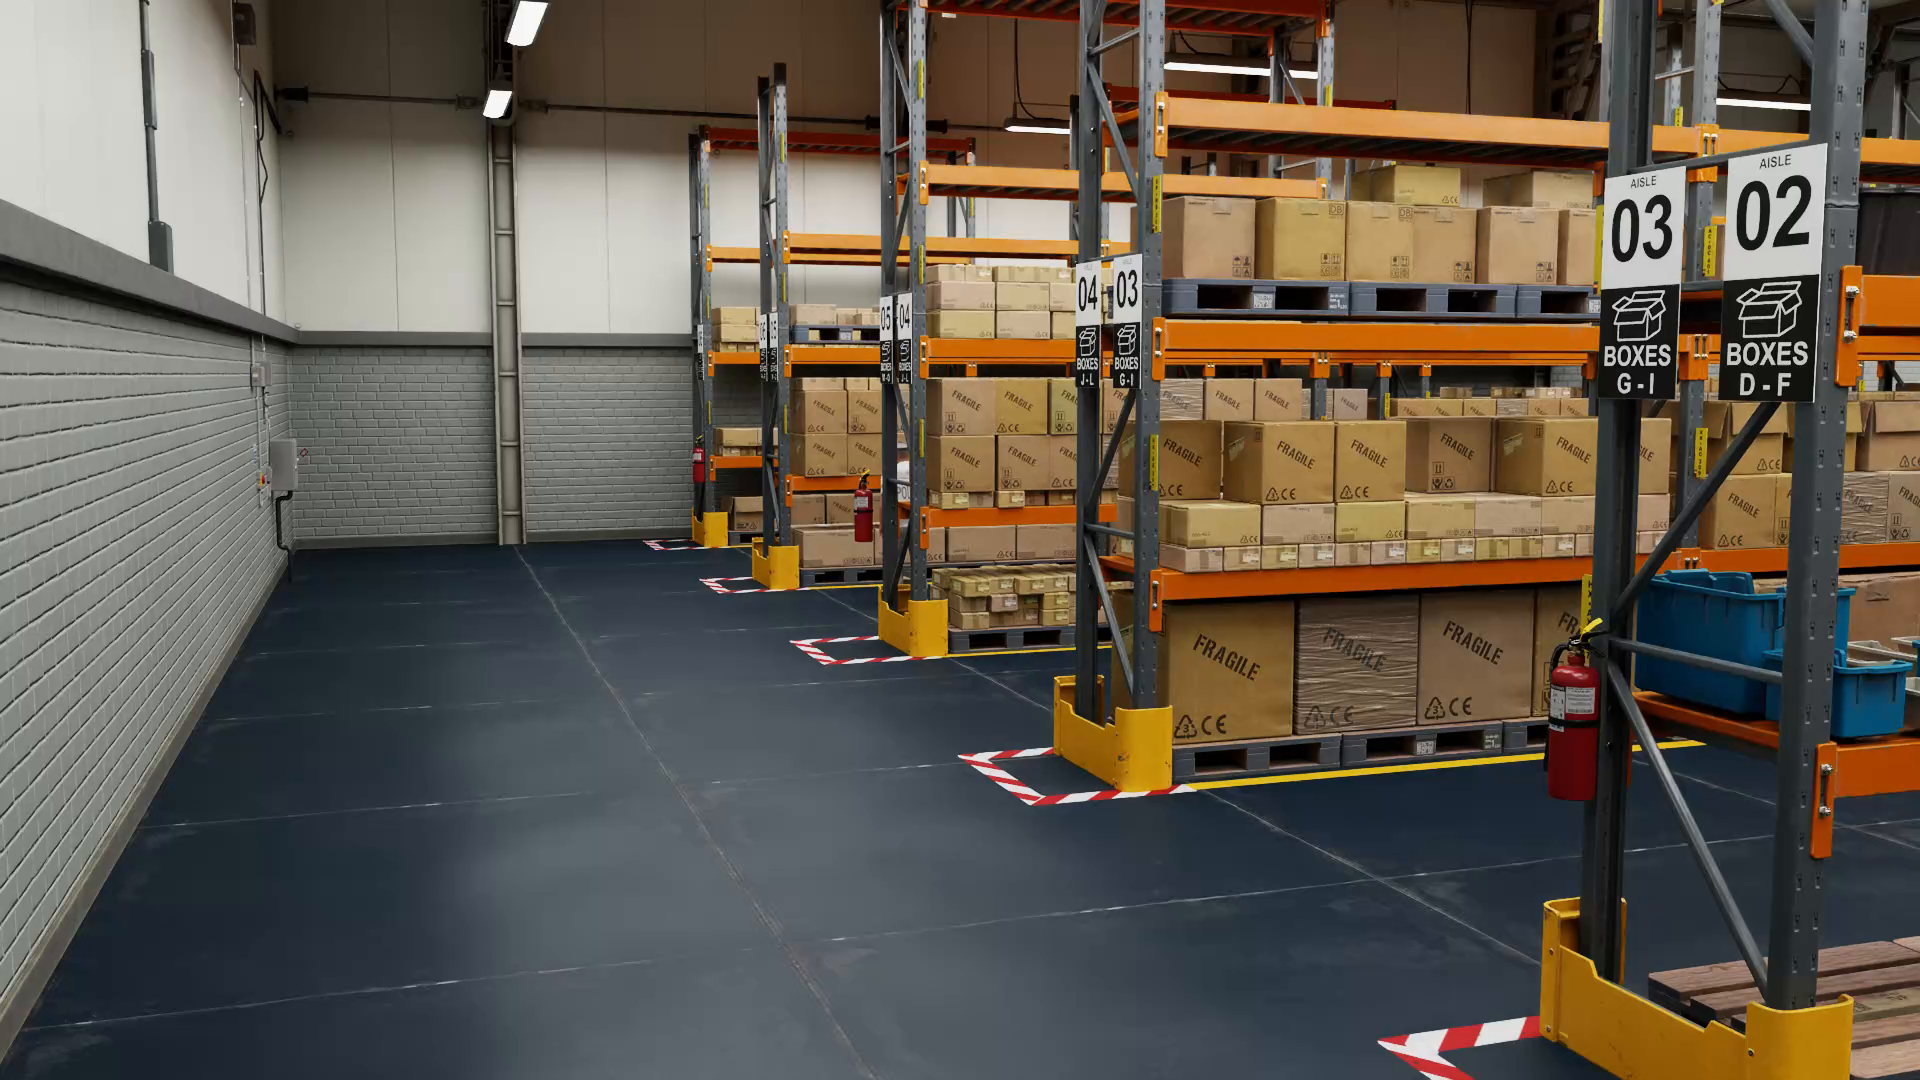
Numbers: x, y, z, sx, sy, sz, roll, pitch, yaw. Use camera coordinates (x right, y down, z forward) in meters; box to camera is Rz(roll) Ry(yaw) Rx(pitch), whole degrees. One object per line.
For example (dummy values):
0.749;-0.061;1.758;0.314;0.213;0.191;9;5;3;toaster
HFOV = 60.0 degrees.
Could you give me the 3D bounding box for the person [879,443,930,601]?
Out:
-0.595;-0.178;18.064;0.586;1.747;0.470;-2;6;-18;person
